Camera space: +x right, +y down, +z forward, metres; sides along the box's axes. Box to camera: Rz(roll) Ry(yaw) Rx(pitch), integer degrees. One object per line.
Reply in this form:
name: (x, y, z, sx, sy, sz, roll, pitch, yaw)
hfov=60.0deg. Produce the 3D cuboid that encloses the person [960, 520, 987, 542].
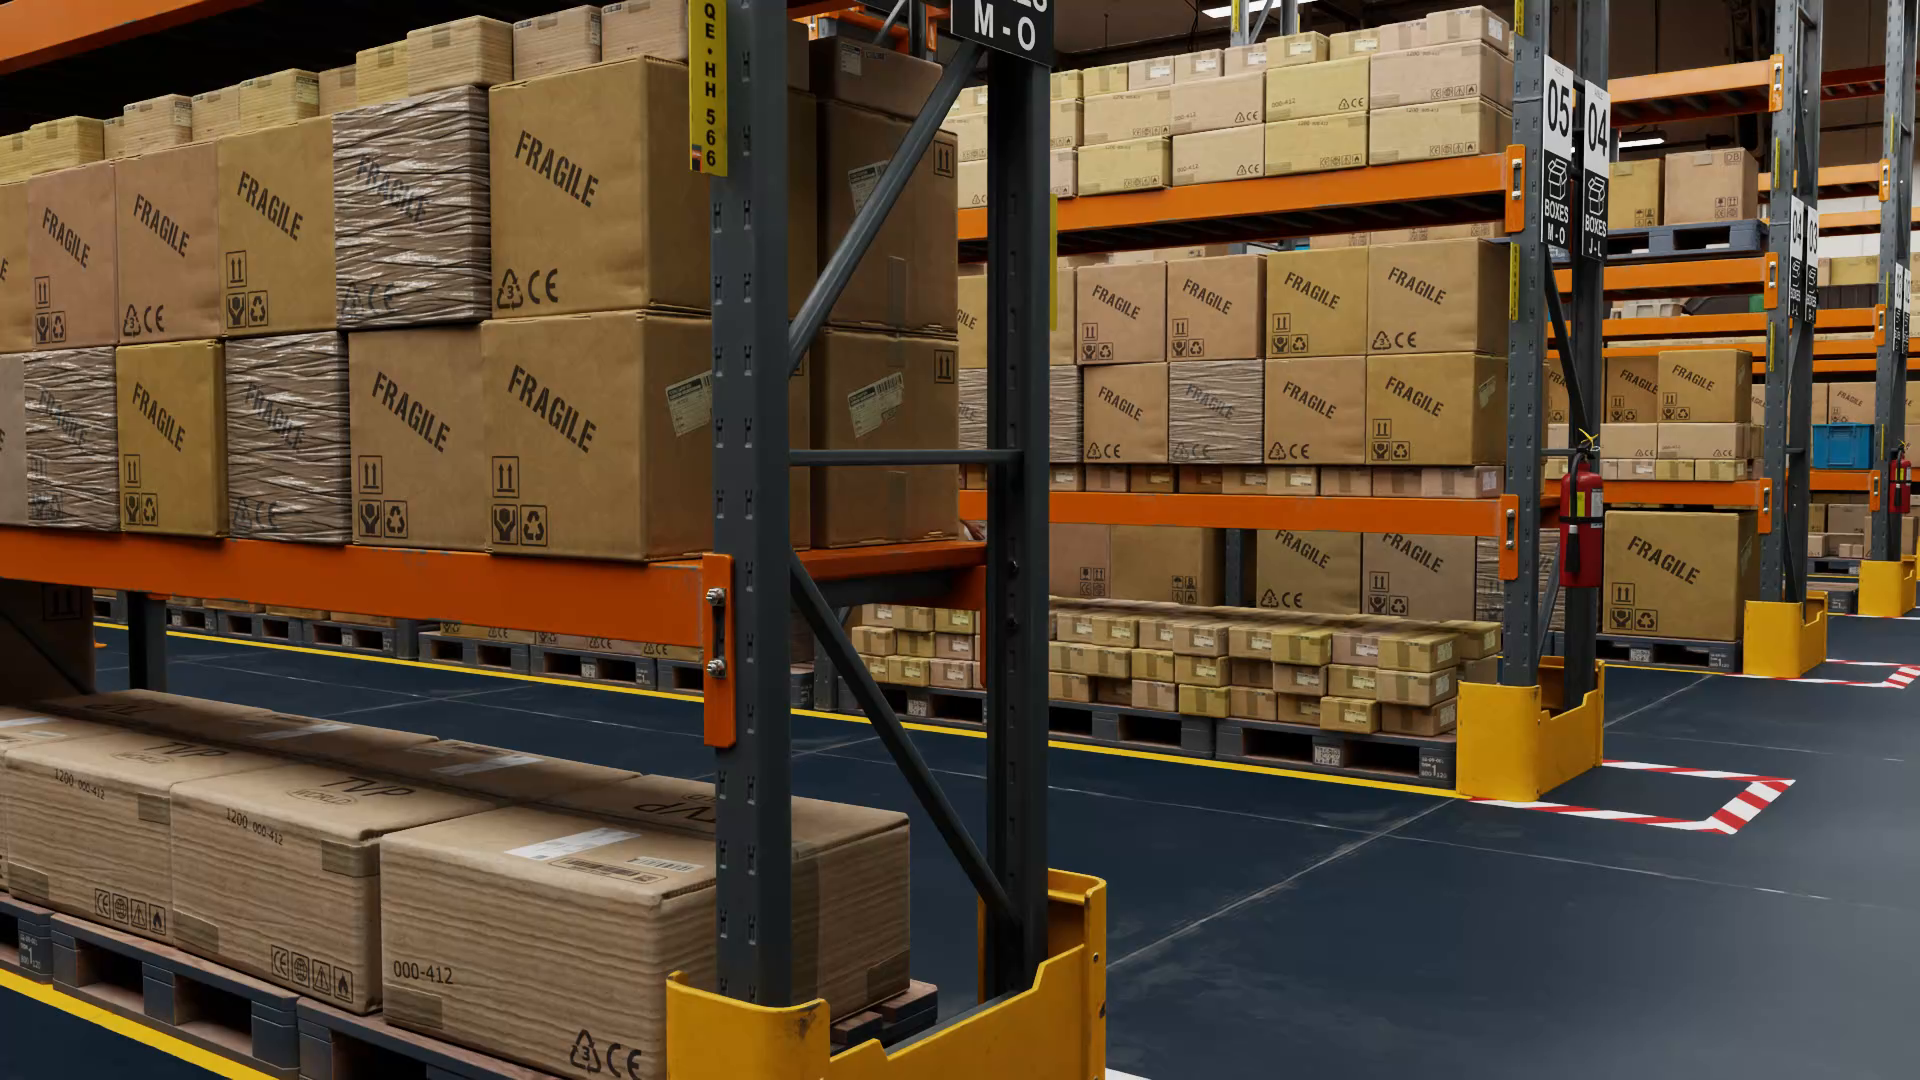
person: (0.262, -0.028, 12.574, 0.702, 1.715, 0.827, -1, 3, -9)
